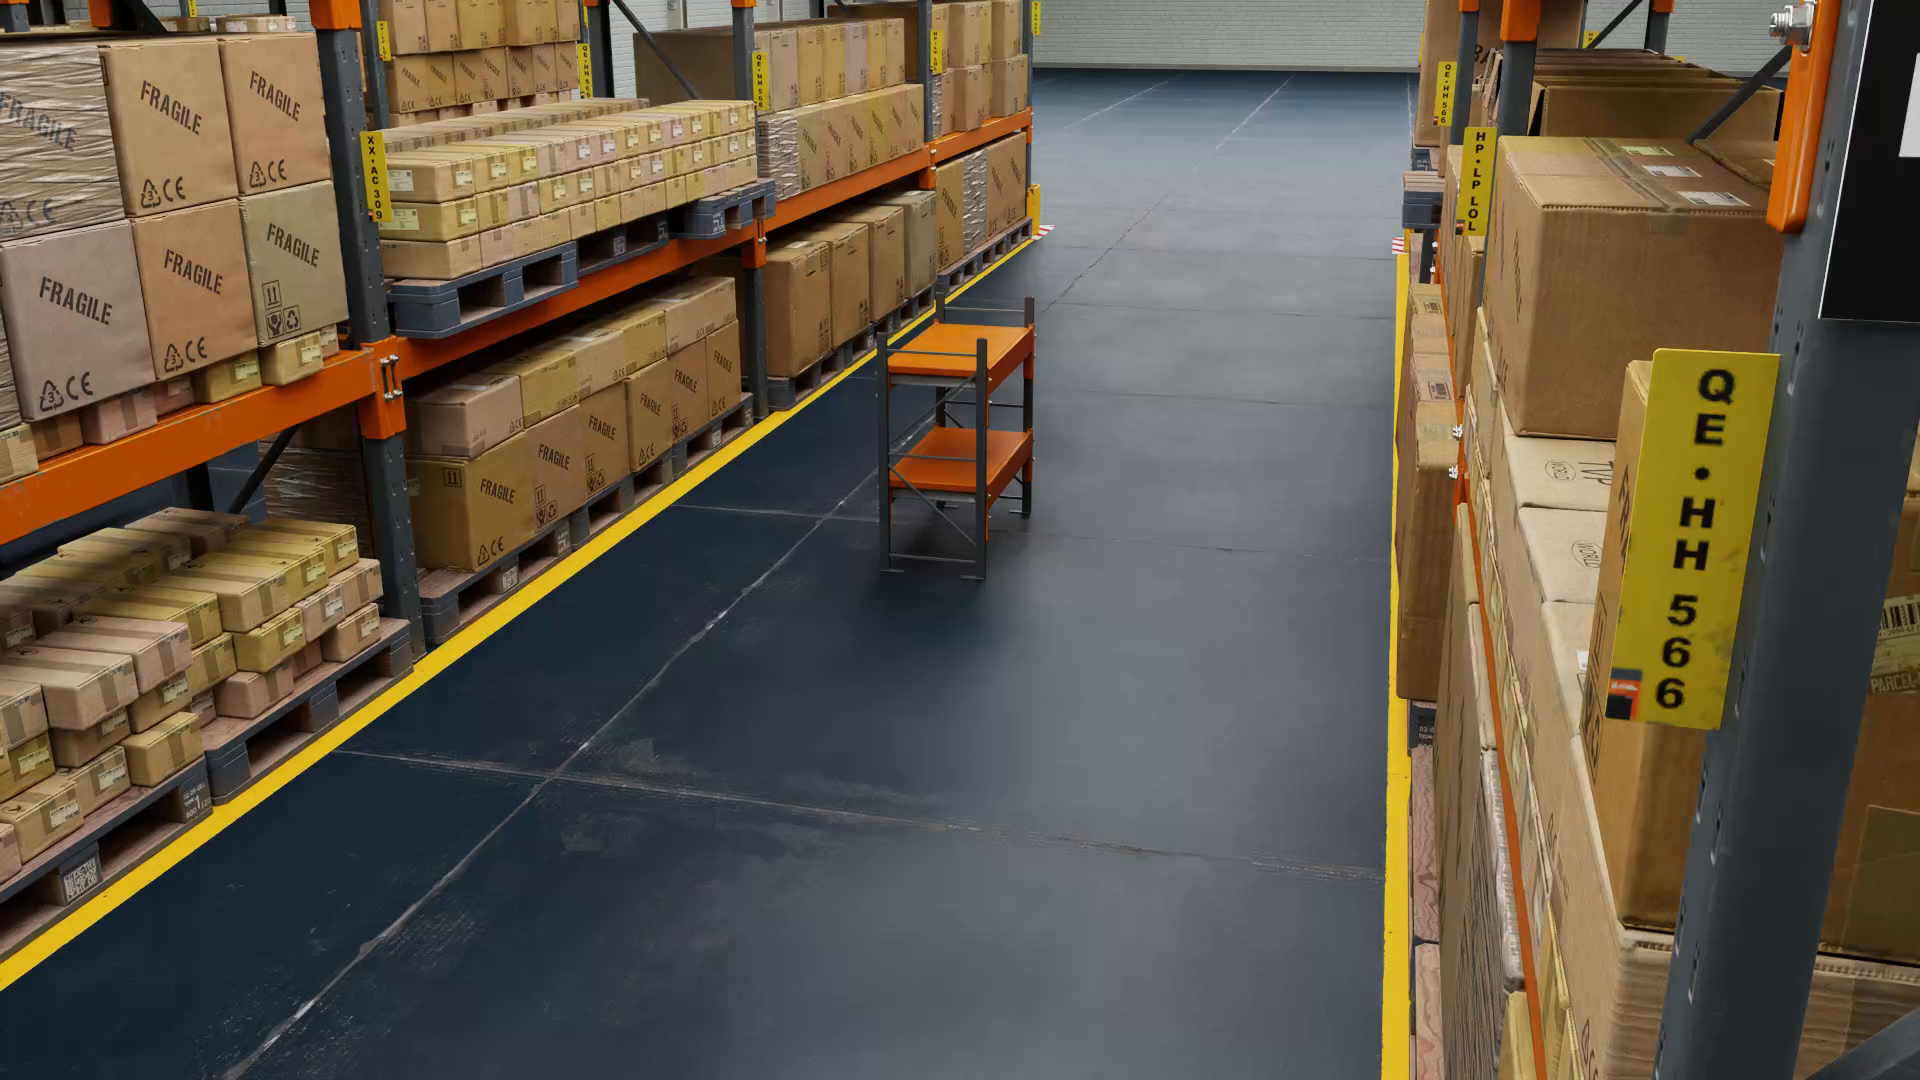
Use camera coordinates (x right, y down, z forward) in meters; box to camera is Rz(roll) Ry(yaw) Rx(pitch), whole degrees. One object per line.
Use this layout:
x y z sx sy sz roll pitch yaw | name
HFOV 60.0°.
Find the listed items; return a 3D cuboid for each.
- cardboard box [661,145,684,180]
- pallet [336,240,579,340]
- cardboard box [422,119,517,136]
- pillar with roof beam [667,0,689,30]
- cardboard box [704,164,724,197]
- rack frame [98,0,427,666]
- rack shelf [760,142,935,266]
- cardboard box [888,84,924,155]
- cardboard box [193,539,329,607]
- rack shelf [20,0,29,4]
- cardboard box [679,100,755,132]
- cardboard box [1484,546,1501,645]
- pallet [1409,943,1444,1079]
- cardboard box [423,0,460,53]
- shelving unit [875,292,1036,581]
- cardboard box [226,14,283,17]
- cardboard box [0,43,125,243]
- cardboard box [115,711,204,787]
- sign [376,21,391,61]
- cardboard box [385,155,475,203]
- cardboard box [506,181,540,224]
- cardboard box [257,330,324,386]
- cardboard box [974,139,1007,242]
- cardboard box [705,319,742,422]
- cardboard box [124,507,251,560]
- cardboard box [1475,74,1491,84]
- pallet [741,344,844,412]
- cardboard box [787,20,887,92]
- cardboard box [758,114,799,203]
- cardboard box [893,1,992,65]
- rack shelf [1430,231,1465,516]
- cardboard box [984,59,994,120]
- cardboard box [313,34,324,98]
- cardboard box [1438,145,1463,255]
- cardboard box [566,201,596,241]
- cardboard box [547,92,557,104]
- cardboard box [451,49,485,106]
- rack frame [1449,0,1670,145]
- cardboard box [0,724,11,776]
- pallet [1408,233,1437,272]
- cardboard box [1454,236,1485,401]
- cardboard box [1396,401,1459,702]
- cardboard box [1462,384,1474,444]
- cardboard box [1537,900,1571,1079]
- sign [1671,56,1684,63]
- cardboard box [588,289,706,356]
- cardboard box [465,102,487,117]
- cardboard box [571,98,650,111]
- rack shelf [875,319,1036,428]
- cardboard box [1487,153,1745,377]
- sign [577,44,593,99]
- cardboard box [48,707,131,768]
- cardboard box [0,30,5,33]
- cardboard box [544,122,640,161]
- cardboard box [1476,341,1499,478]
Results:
-1.630 -1.926 8.466 0.380 0.149 0.250 5 19 13 | cardboard box
-2.351 -1.103 7.072 1.003 0.211 1.213 5 19 13 | pallet
-2.386 -1.961 8.107 0.380 0.149 0.250 4 19 13 | cardboard box
-1.857 -13.470 33.703 9.100 9.000 0.400 5 19 13 | pillar with roof beam
-1.501 -1.950 8.994 0.380 0.149 0.250 5 19 14 | cardboard box
-2.678 -0.966 6.374 1.000 3.000 0.127 5 19 13 | rack frame
-1.212 -2.506 11.996 1.077 0.370 4.000 5 19 13 | rack shelf
-0.592 -3.336 13.158 0.500 0.500 0.500 5 19 13 | cardboard box
-2.537 0.119 6.040 0.380 0.149 0.250 5 19 14 | cardboard box
-6.037 -4.284 12.563 1.077 0.370 4.000 5 19 13 | rack shelf
-1.376 -2.391 9.365 0.380 0.149 0.250 4 19 11 | cardboard box
1.332 0.132 3.549 0.380 0.149 0.250 4 19 12 | cardboard box
1.549 1.393 3.782 1.003 0.211 1.213 5 19 13 | pallet
-5.085 -4.773 15.358 0.700 0.500 0.500 5 19 14 | cardboard box
-0.002 -0.530 8.000 0.538 1.125 1.048 5 19 13 | shelving unit
-6.006 -4.406 14.180 0.380 0.149 0.250 5 19 13 | cardboard box
-2.791 -1.136 4.712 0.500 0.500 0.500 5 20 15 | cardboard box
-2.697 0.659 5.378 0.380 0.149 0.250 5 19 13 | cardboard box
-5.009 -4.337 14.454 0.100 0.325 0.005 5 19 13 | sign
-2.136 -1.414 6.505 0.380 0.149 0.250 6 20 16 | cardboard box
-2.012 -1.436 7.029 0.380 0.149 0.250 5 20 15 | cardboard box
-2.478 -0.649 5.836 0.380 0.149 0.250 4 19 12 | cardboard box
-0.061 -3.426 16.215 0.875 0.875 0.875 4 19 13 | cardboard box
-1.608 -1.008 9.716 0.500 0.500 0.500 5 19 13 | cardboard box
-2.963 -0.005 6.402 0.380 0.149 0.250 5 20 16 | cardboard box
3.727 -2.747 10.779 0.797 0.503 0.637 7 20 19 | cardboard box
-1.435 -1.141 11.201 1.003 0.211 1.213 5 19 13 | pallet
-0.963 -3.676 12.608 0.700 0.500 0.500 4 19 12 | cardboard box
-1.330 -2.386 10.378 0.500 0.500 0.500 5 19 14 | cardboard box
-0.192 -4.675 15.330 0.875 0.550 0.500 5 19 13 | cardboard box
2.595 -0.829 7.086 1.077 0.370 4.000 5 19 13 | rack shelf
-0.165 -4.338 16.016 0.875 0.550 0.550 5 19 13 | cardboard box
-5.559 -3.901 13.702 0.500 0.500 0.500 5 19 14 | cardboard box
2.701 -1.712 8.405 0.500 0.500 0.500 5 20 15 | cardboard box
-1.885 -1.456 7.550 0.380 0.149 0.250 4 19 11 | cardboard box
-4.493 -4.666 17.597 0.380 0.149 0.250 4 19 12 | cardboard box
-4.935 -4.452 15.965 0.500 0.500 0.500 4 19 13 | cardboard box
3.084 -1.796 8.805 1.000 3.000 0.127 5 19 13 | rack frame
-2.896 0.606 4.614 0.380 0.149 0.250 5 19 14 | cardboard box
4.787 -2.708 15.790 1.003 0.211 1.213 5 19 13 | pallet
1.956 -0.758 5.610 0.500 0.500 0.500 5 19 14 | cardboard box
2.244 0.062 6.002 1.225 0.875 0.875 5 19 14 | cardboard box
1.712 -0.357 4.980 0.380 0.149 0.250 5 19 14 | cardboard box
0.959 0.611 2.146 0.380 0.149 0.250 5 19 14 | cardboard box
3.623 -2.301 8.492 0.100 0.325 0.005 5 19 13 | sign
-1.727 -1.196 9.105 0.500 0.250 0.500 5 19 14 | cardboard box
-4.839 -4.187 16.194 0.380 0.149 0.250 5 19 14 | cardboard box
-2.003 -2.450 9.538 0.380 0.149 0.250 5 19 13 | cardboard box
-0.002 -0.807 7.905 0.538 0.278 1.000 5 19 13 | rack shelf
1.614 -0.683 4.159 0.500 0.500 0.500 5 19 13 | cardboard box
-2.240 -2.810 9.982 0.100 0.325 0.005 5 19 13 | sign
-2.834 0.574 5.168 0.380 0.149 0.250 4 19 11 | cardboard box
-9.805 -5.037 16.675 0.380 0.149 0.250 5 20 15 | cardboard box
-1.759 -1.904 7.940 0.380 0.149 0.250 5 20 15 | cardboard box
1.611 -0.330 4.285 0.500 0.250 0.500 5 19 13 | cardboard box
